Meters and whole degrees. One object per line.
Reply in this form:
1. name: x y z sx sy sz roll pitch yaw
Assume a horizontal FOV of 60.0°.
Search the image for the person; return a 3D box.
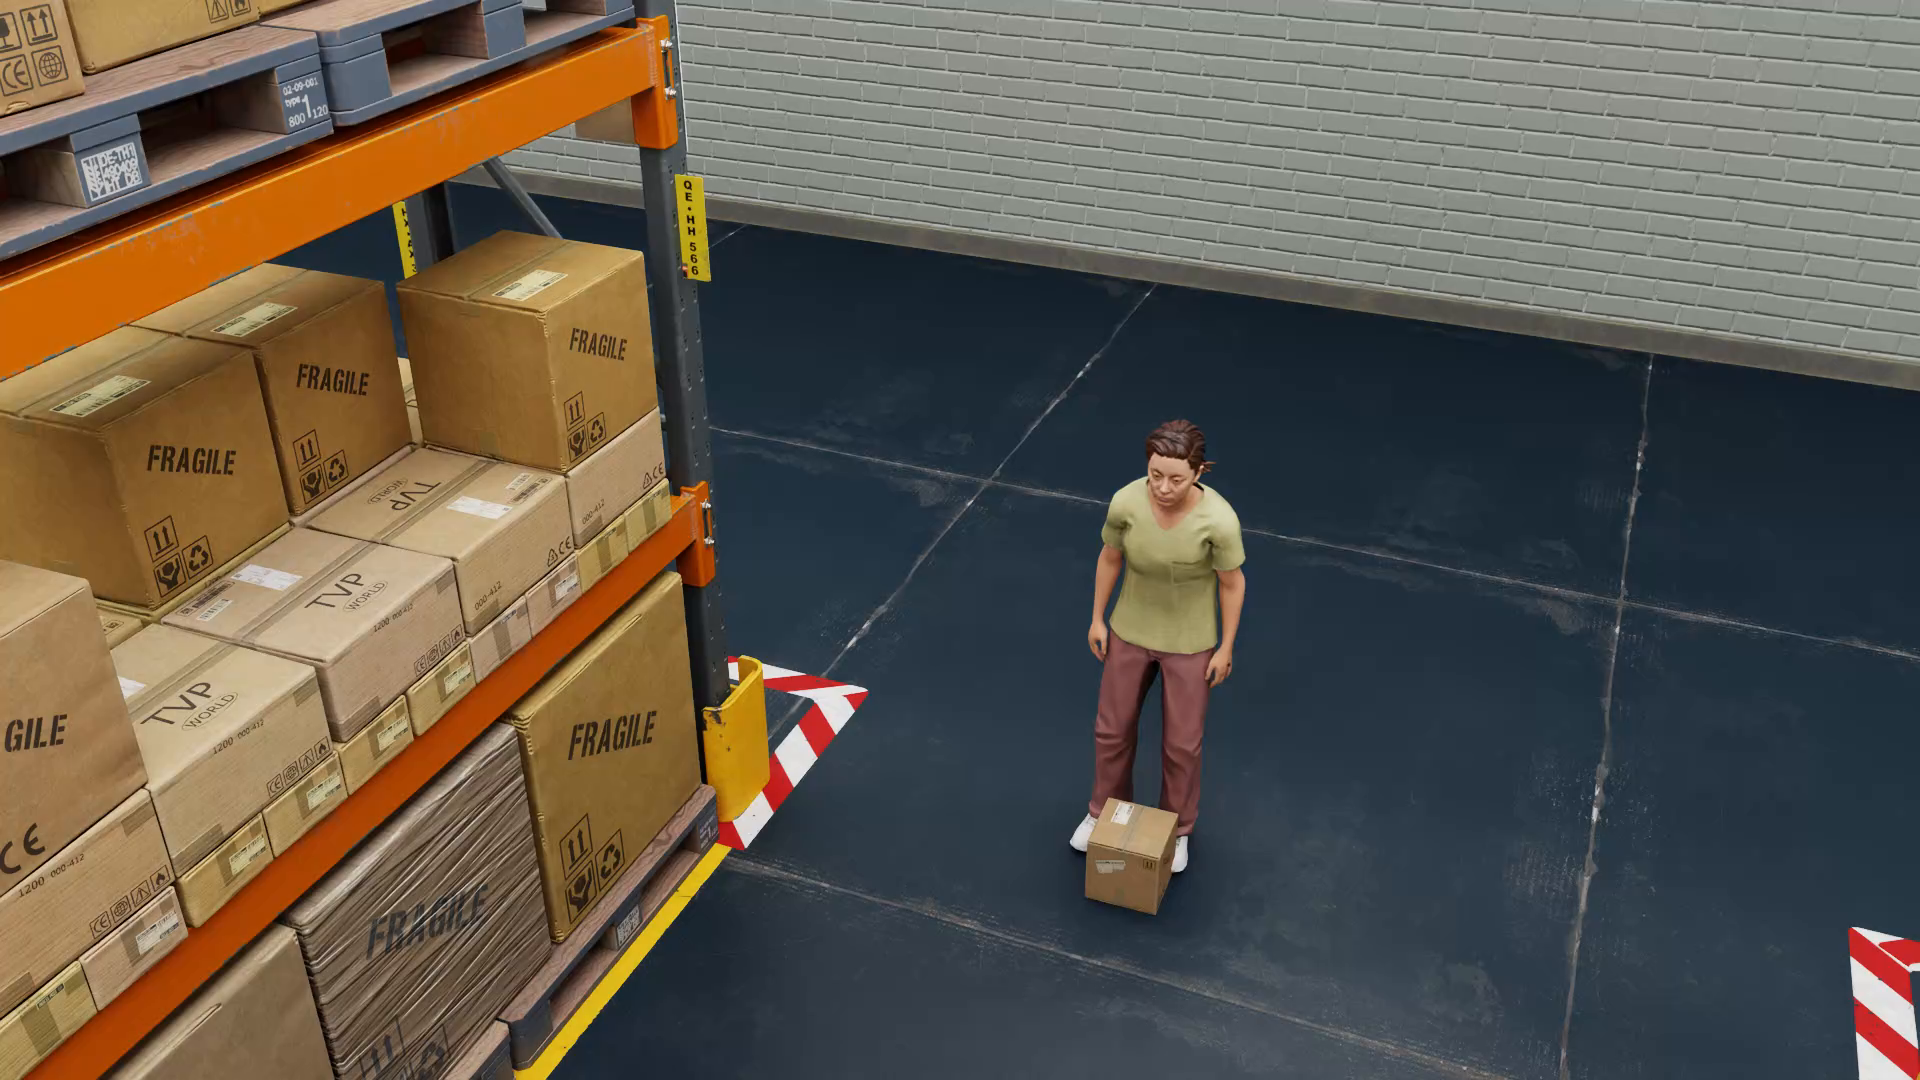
1. person: 0.668 0.344 5.527 0.499 1.673 0.358 12 32 19
